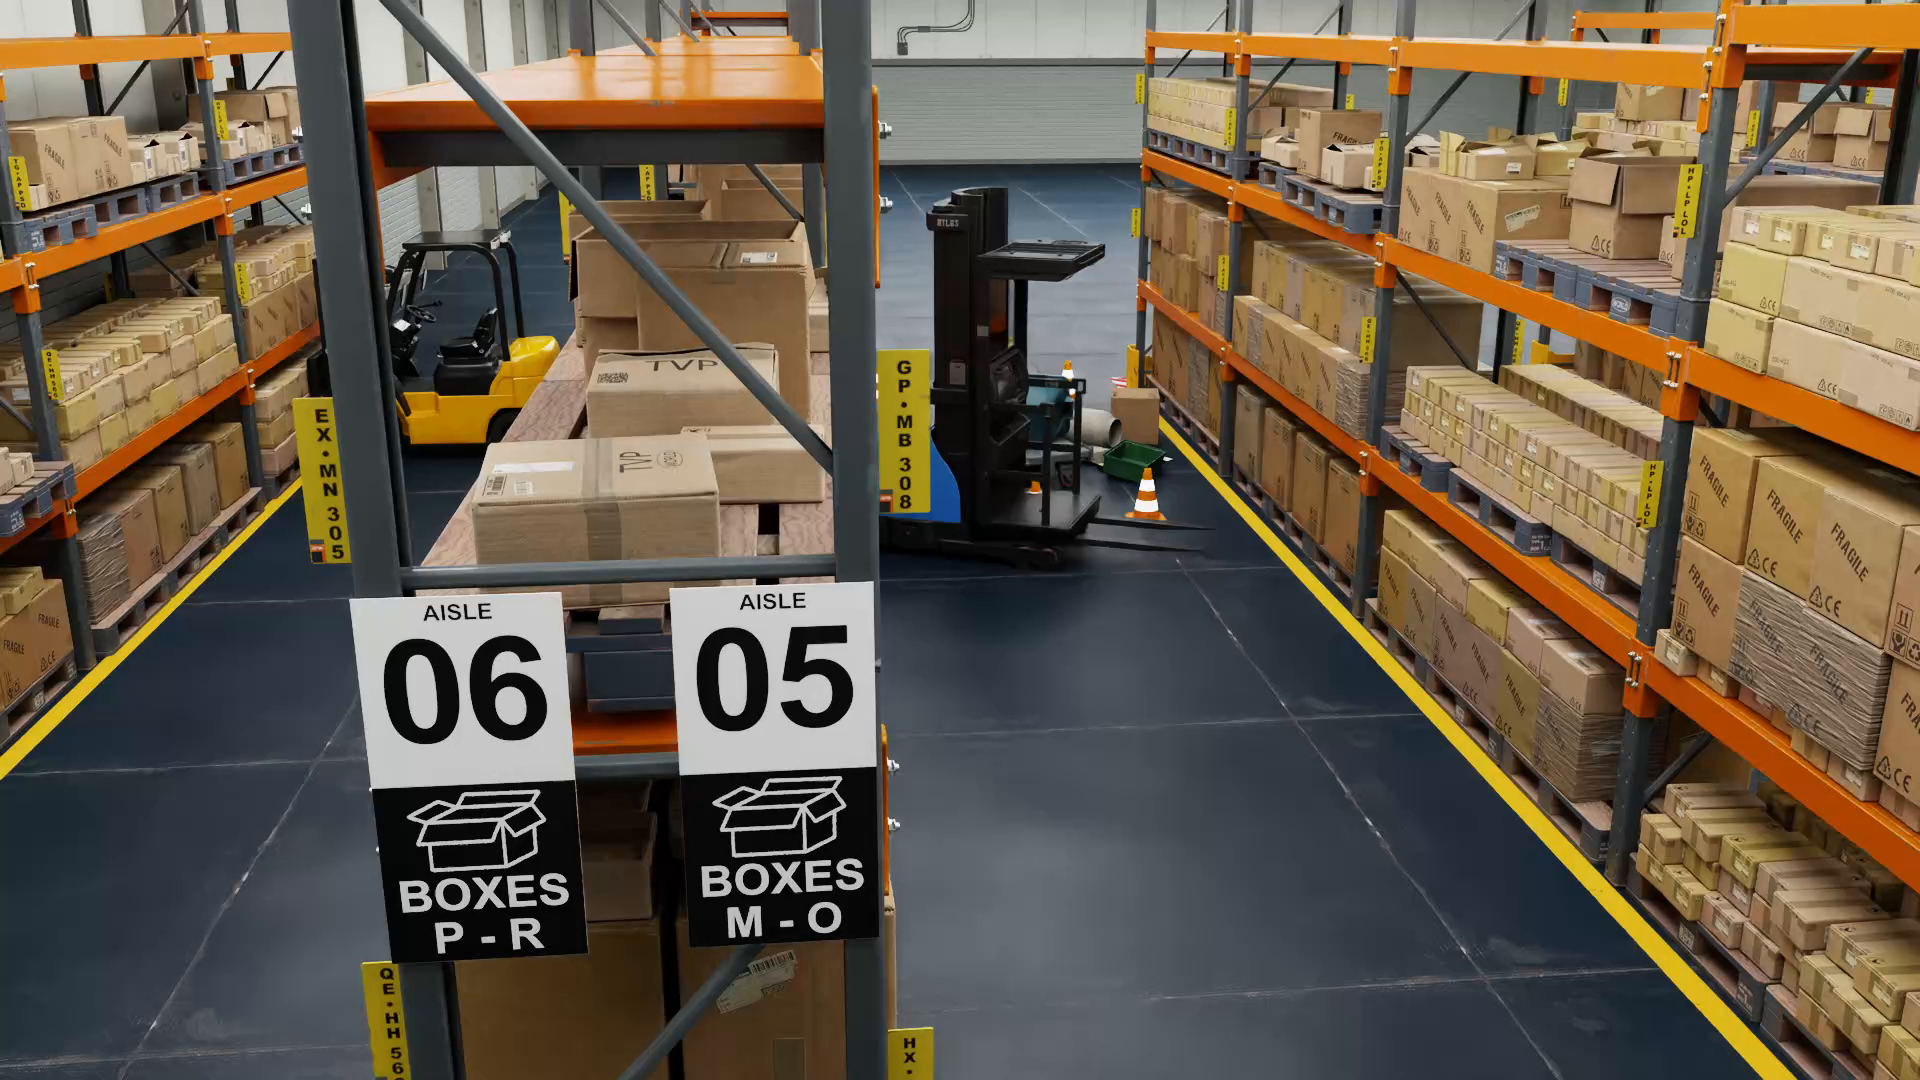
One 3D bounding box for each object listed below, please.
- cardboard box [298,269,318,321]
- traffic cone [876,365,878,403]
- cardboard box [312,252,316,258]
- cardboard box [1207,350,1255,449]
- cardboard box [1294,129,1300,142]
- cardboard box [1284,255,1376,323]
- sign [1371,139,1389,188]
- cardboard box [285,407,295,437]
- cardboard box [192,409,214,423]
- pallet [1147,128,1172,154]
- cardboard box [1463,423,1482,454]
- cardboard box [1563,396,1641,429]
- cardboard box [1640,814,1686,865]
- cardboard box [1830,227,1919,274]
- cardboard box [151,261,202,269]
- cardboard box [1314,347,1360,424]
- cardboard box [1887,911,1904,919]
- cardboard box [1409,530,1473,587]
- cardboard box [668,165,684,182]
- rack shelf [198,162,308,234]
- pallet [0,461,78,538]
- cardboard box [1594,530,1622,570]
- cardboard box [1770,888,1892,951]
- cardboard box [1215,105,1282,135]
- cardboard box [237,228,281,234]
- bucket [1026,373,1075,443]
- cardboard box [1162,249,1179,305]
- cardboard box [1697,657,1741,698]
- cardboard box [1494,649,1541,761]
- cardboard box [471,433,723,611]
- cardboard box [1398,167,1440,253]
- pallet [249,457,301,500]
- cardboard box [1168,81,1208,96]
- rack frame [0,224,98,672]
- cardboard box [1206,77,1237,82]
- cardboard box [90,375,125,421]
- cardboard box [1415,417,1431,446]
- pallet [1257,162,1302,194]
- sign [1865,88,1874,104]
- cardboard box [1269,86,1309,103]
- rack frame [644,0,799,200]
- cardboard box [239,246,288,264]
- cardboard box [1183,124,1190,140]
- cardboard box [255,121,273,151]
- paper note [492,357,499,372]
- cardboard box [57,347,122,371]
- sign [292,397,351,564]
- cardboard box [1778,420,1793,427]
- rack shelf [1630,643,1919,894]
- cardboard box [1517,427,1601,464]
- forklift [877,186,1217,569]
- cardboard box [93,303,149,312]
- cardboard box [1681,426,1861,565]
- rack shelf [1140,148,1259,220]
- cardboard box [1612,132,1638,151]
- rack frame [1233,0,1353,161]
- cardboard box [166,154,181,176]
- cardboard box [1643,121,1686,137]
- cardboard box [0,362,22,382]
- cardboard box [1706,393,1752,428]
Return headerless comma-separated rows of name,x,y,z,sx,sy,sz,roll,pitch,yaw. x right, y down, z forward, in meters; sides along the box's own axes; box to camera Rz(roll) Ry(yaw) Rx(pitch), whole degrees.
cardboard box,-6.839,-2.522,17.037,0.500,0.500,0.500,-2,18,-7
traffic cone,-0.984,-1.777,19.063,0.336,0.463,0.334,-2,18,-6
cardboard box,-6.823,-2.876,17.082,0.380,0.149,0.250,-2,18,-7
cardboard box,3.019,-1.443,16.610,0.875,0.875,0.875,-2,17,-5
cardboard box,3.246,-3.469,14.592,0.500,0.250,0.500,-2,17,-5
cardboard box,3.178,-2.140,14.148,0.700,0.500,0.500,-2,18,-5
sign,2.874,-2.576,11.370,0.100,0.325,0.005,-2,18,-6
cardboard box,-6.633,-1.160,15.918,0.500,0.250,0.500,-2,18,-6
cardboard box,-7.079,-1.235,15.323,0.500,0.250,0.500,-1,17,-5
pallet,2.689,-4.426,18.408,1.003,0.211,1.213,-2,18,-6
cardboard box,3.389,-0.637,10.421,0.380,0.149,0.250,-2,18,-6
cardboard box,4.034,-0.803,10.451,0.380,0.149,0.250,-2,18,-6
cardboard box,3.558,1.453,8.103,0.380,0.149,0.250,-1,17,-3
cardboard box,3.687,-1.143,6.553,0.380,0.149,0.250,-2,18,-7
cardboard box,-7.195,-2.468,15.285,0.380,0.149,0.250,-2,18,-6
cardboard box,3.063,-1.197,12.815,0.500,0.500,0.500,-2,18,-6
cardboard box,4.248,1.732,7.216,0.380,0.149,0.250,-1,17,-4
cardboard box,3.310,0.124,10.995,0.500,0.250,0.500,-2,18,-6
cardboard box,-2.110,-2.956,13.128,0.500,0.250,0.500,-2,18,-6
rack shelf,-7.042,-3.413,16.233,1.077,0.370,4.000,-2,18,-6
pallet,-6.283,-0.246,10.273,1.213,0.211,1.003,-2,18,-6
cardboard box,3.574,0.047,8.738,0.380,0.149,0.250,-2,18,-5
cardboard box,3.708,1.615,7.090,0.380,0.149,0.250,-1,17,-4
cardboard box,2.708,-3.955,15.644,0.500,0.250,0.500,-2,18,-6
cardboard box,-7.461,-3.232,17.717,0.380,0.149,0.250,-1,17,-4
bucket,0.707,-1.199,15.916,0.726,0.611,0.620,4,28,13
cardboard box,2.696,-2.887,18.114,0.875,0.550,0.550,-2,18,-6
cardboard box,3.644,0.606,7.658,0.380,0.149,0.250,-1,17,-4
cardboard box,3.460,0.944,9.635,0.500,0.500,0.500,-2,18,-7
cardboard box,-0.797,-0.047,3.694,0.500,0.250,0.500,-3,18,-11
cardboard box,3.221,-2.175,10.923,0.500,0.500,0.500,-2,18,-6
pallet,-6.876,-0.637,15.853,1.003,0.211,1.213,-2,18,-6
cardboard box,2.424,-4.786,17.625,0.380,0.149,0.250,-2,18,-7
rack frame,-6.423,-0.537,10.880,1.000,3.000,0.127,-2,18,-6
cardboard box,2.974,-5.108,18.652,0.380,0.149,0.250,-2,18,-5
cardboard box,-6.276,-0.993,11.748,0.500,0.250,0.500,-1,17,-4
cardboard box,3.300,-0.736,11.231,0.380,0.149,0.250,-1,17,-3
pallet,3.158,-3.135,14.465,0.805,0.209,1.217,-2,18,-8
sign,8.510,-4.073,15.616,0.100,0.325,0.005,-2,18,-6
cardboard box,3.235,-4.352,16.244,0.380,0.149,0.250,-2,18,-7
rack frame,-1.486,-3.554,10.474,1.000,3.000,0.127,-2,18,-6
cardboard box,-6.829,-2.787,16.301,0.380,0.149,0.250,-2,18,-5
cardboard box,2.500,-4.179,17.024,0.380,0.149,0.250,-2,18,-6
cardboard box,-6.687,-3.796,15.608,0.396,0.266,0.258,-2,18,-7
paper note,-1.457,-0.549,5.204,0.006,0.032,0.123,-2,18,-6
cardboard box,-6.339,-1.305,12.077,0.380,0.149,0.250,-2,17,-5
sign,-1.202,-0.111,3.170,0.100,0.325,0.005,-2,18,-6
cardboard box,8.031,-0.881,15.413,0.700,0.500,0.500,-2,18,-6
rack shelf,4.046,1.256,6.369,1.077,0.370,4.000,-2,18,-6
cardboard box,3.470,-0.549,9.644,0.380,0.149,0.250,-3,18,-8
forklift,0.591,-1.340,13.552,3.031,2.935,1.130,6,18,17
cardboard box,-7.037,-1.893,13.950,0.380,0.149,0.250,-2,18,-7
cardboard box,3.644,-0.208,7.498,0.500,0.500,0.500,-1,17,-4
rack shelf,2.808,-3.750,17.308,1.077,0.370,4.000,-2,18,-6
cardboard box,7.445,-4.288,18.071,0.500,0.250,0.500,-2,18,-6
rack frame,3.014,-4.929,14.853,1.000,3.000,0.127,-2,18,-6
cardboard box,-6.420,-2.970,13.173,0.380,0.149,0.250,-2,18,-6
cardboard box,7.516,-4.380,17.699,0.380,0.149,0.250,-2,18,-6
cardboard box,-6.762,-1.139,11.546,0.380,0.149,0.250,-2,18,-6
cardboard box,7.957,-1.318,16.839,0.500,0.500,0.500,-2,18,-7
